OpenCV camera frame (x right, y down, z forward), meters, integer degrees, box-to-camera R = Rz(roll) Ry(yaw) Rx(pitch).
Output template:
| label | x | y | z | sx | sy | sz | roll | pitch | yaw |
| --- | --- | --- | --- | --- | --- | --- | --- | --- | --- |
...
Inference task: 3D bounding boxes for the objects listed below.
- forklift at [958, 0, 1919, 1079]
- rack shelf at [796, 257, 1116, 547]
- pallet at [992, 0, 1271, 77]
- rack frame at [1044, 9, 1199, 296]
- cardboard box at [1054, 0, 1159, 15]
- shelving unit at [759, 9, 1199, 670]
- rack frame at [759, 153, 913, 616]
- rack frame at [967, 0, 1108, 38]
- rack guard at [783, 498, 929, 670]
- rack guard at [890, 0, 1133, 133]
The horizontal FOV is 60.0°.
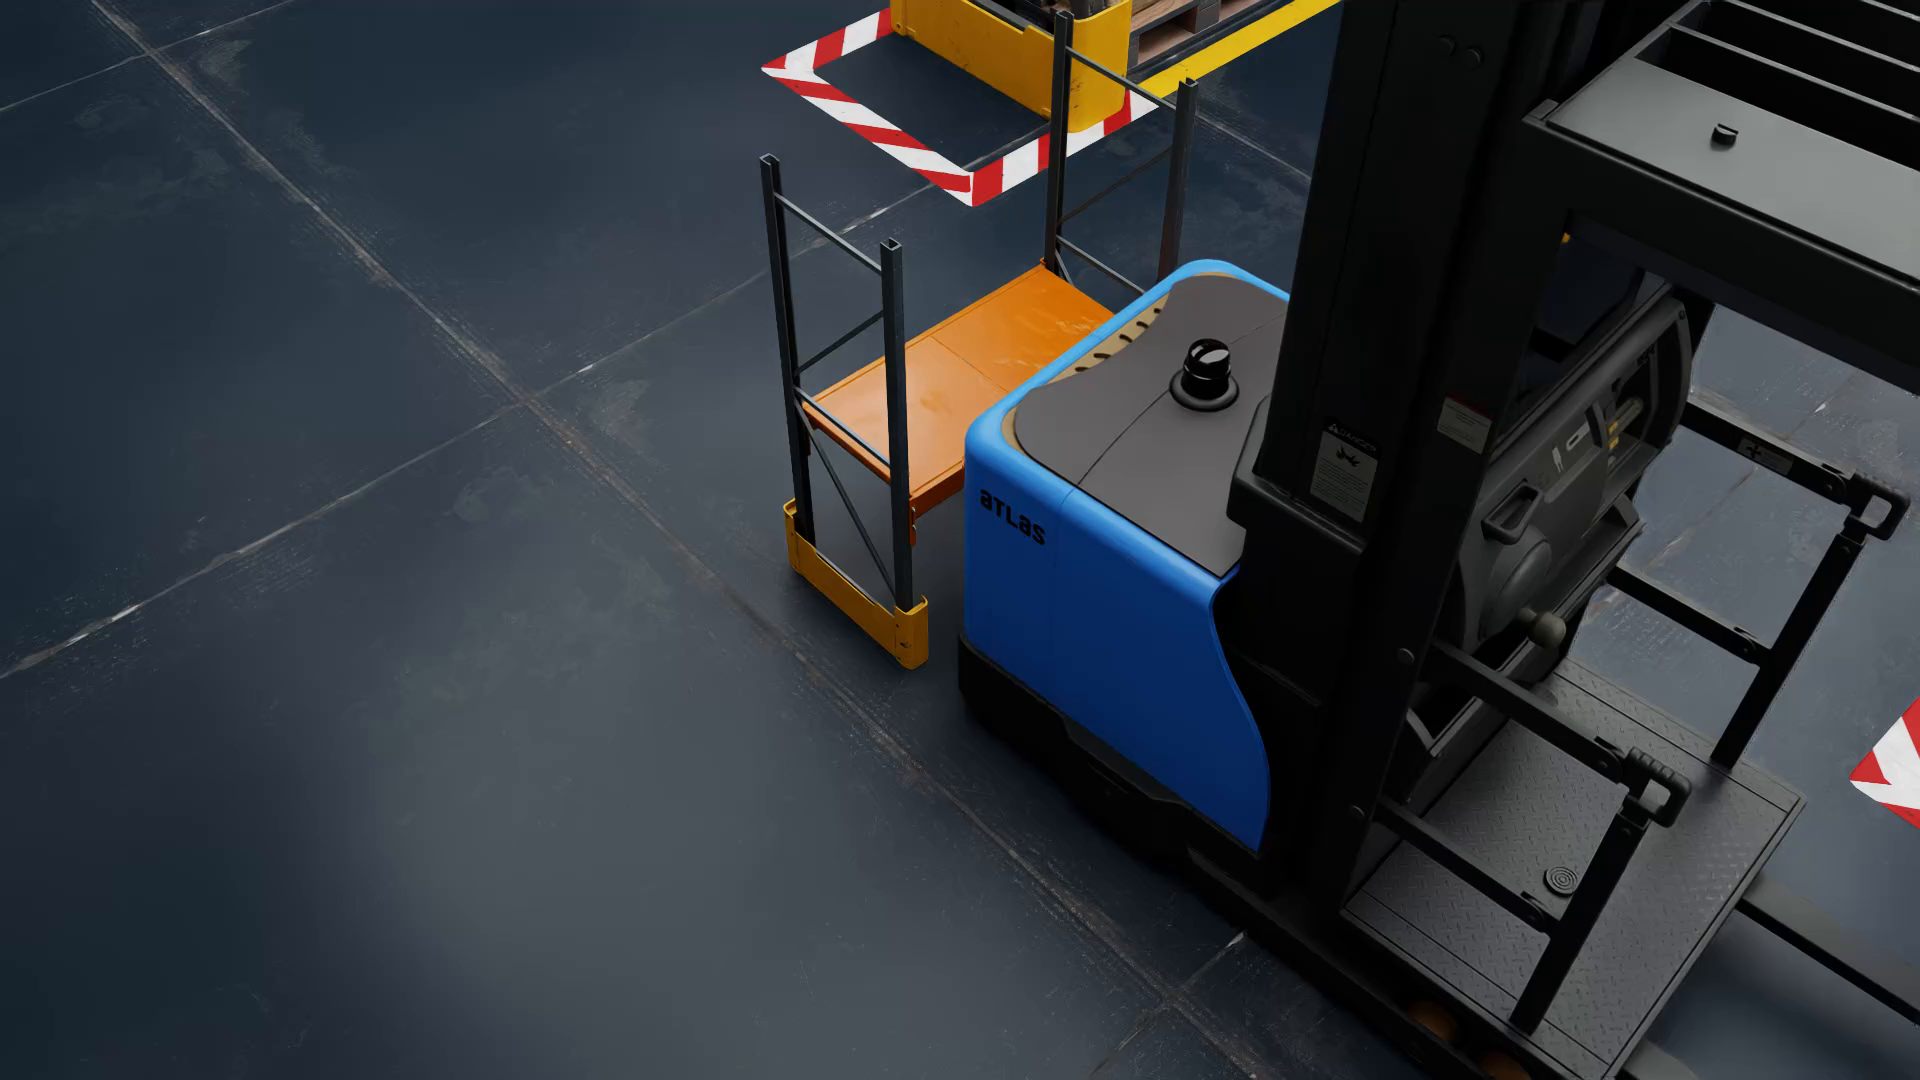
| label | x | y | z | sx | sy | sz | roll | pitch | yaw |
| --- | --- | --- | --- | --- | --- | --- | --- | --- | --- |
| forklift | 1.415 | -0.056 | 3.307 | 3.031 | 2.935 | 1.130 | 35 | 56 | 28 |
| rack shelf | 0.063 | -0.429 | 4.870 | 1.000 | 0.185 | 0.538 | -34 | 56 | -27 |
| pallet | 0.745 | -2.564 | 7.472 | 1.213 | 0.211 | 1.003 | -34 | 56 | -27 |
| rack frame | 0.439 | -0.802 | 4.970 | 0.032 | 1.500 | 0.500 | -34 | 56 | -27 |
| cardboard box | 0.627 | -2.726 | 7.182 | 0.875 | 0.438 | 0.875 | -36 | 57 | -28 |
| shelving unit | 0.056 | -0.546 | 4.734 | 1.083 | 1.500 | 0.587 | -34 | 56 | -27 |
| rack frame | -0.313 | -0.299 | 4.506 | 0.032 | 1.500 | 0.500 | -34 | 56 | -27 |
| rack frame | 0.206 | -3.071 | 6.043 | 0.127 | 3.000 | 1.000 | -34 | 56 | -27 |
| rack guard | -0.312 | 0.124 | 4.966 | 0.087 | 0.250 | 0.587 | -34 | 56 | -27 |
| rack guard | 0.188 | -2.212 | 6.951 | 0.348 | 0.500 | 1.175 | -34 | 56 | -27 |
